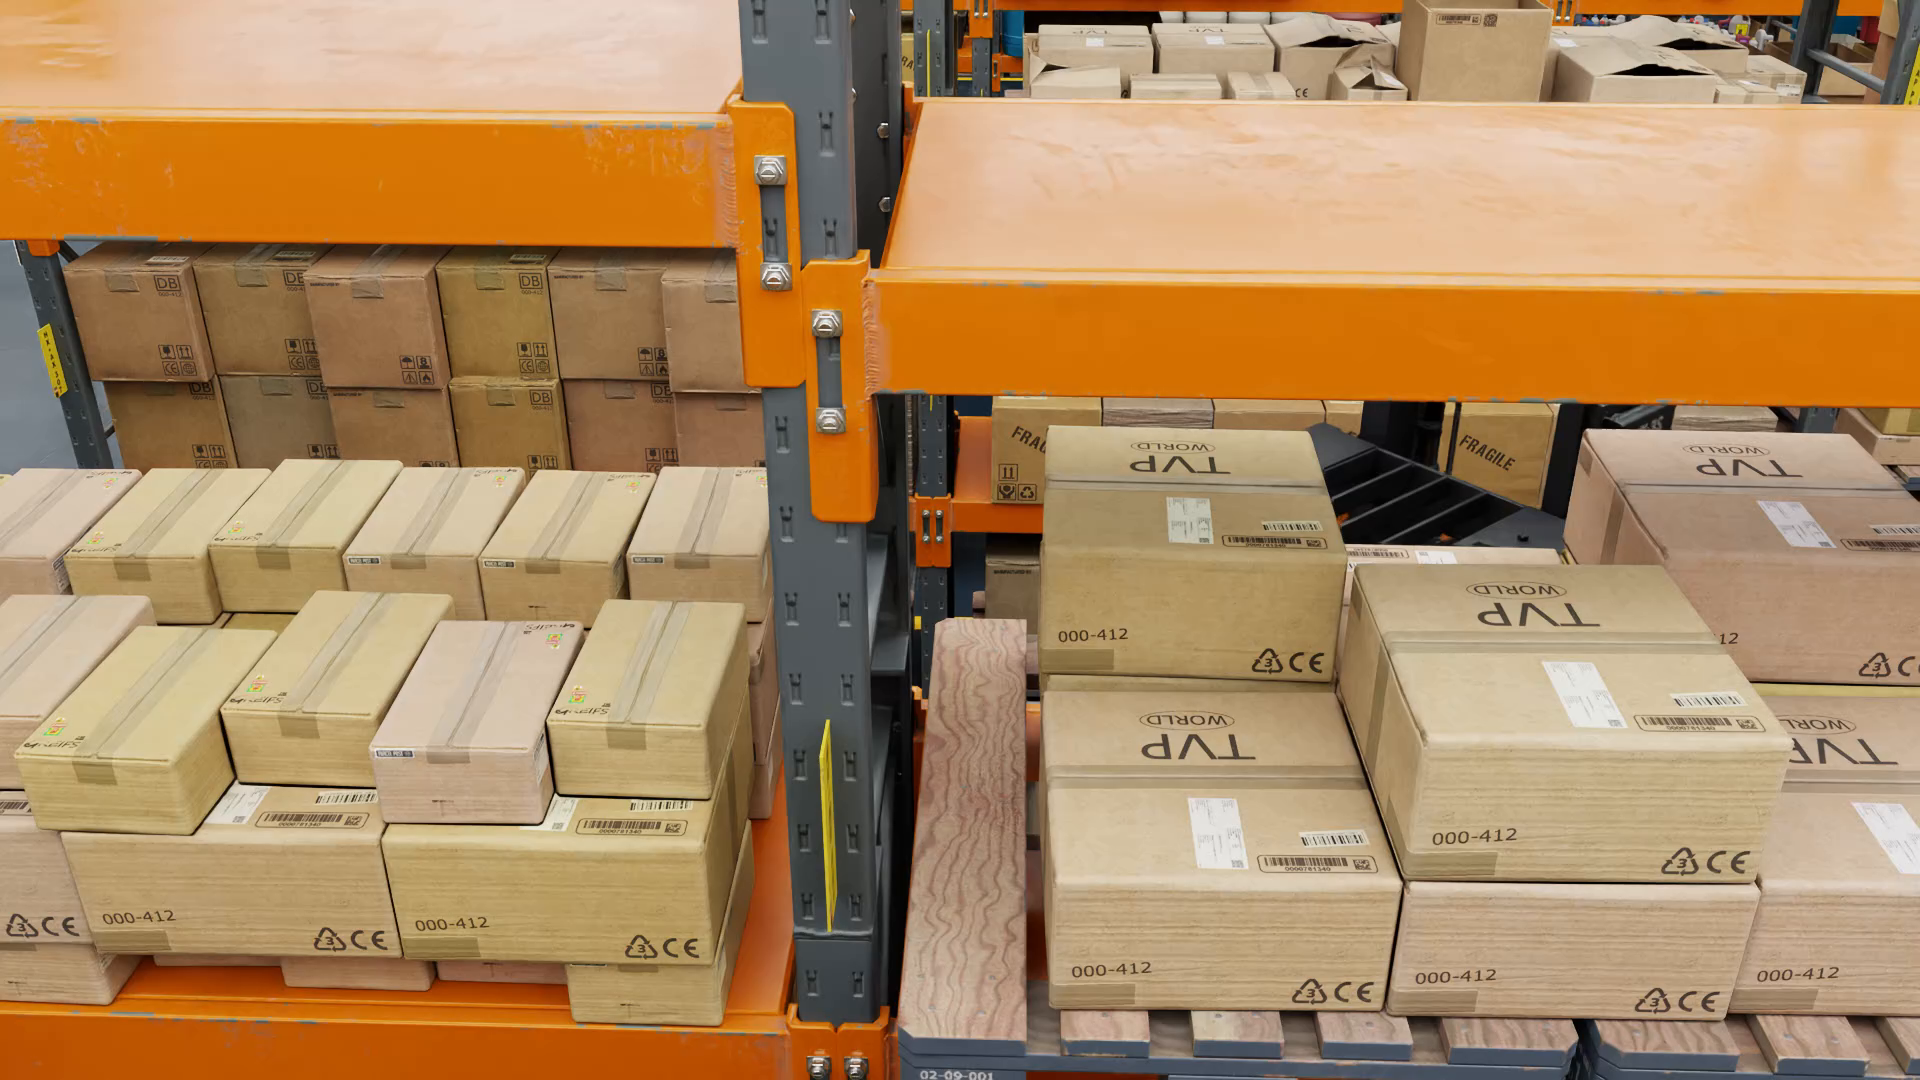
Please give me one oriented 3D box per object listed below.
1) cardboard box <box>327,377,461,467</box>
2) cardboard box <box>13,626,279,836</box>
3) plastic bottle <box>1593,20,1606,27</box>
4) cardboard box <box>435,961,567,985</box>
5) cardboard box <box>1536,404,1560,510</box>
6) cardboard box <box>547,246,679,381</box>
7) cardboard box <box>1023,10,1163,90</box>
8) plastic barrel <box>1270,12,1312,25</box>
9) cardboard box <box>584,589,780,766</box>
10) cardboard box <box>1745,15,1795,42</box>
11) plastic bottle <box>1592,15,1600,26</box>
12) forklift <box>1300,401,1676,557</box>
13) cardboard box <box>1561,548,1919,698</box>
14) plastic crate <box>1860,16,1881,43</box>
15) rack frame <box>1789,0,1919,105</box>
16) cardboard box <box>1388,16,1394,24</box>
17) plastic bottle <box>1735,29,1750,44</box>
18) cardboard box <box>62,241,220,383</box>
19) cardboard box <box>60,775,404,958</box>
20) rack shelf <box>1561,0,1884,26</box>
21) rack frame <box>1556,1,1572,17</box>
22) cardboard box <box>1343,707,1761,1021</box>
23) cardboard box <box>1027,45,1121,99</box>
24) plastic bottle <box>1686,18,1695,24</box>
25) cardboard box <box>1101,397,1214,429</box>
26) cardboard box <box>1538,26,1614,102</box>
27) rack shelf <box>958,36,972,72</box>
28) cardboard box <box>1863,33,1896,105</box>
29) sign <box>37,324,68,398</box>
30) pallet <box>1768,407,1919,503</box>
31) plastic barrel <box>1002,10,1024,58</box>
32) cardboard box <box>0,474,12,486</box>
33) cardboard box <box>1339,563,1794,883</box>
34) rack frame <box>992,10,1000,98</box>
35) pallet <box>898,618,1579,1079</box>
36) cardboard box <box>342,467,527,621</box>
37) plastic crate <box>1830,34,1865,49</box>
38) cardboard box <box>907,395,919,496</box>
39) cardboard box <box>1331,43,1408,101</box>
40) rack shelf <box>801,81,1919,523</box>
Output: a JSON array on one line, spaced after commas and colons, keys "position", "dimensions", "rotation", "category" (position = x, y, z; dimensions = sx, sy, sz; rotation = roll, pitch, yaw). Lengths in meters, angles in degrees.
[{"position": [-2.630, -0.671, 8.154], "dimensions": [0.550, 0.550, 0.875], "rotation": [1, 28, 2], "category": "cardboard box"}, {"position": [-1.292, 0.301, 2.694], "dimensions": [0.250, 0.149, 0.380], "rotation": [2, 28, 3], "category": "cardboard box"}, {"position": [6.304, -4.955, 16.448], "dimensions": [0.185, 0.351, 0.144], "rotation": [1, 28, 2], "category": "plastic bottle"}, {"position": [-0.759, 0.606, 2.970], "dimensions": [0.250, 0.149, 0.380], "rotation": [1, 28, 2], "category": "cardboard box"}, {"position": [2.929, -0.460, 7.807], "dimensions": [0.500, 0.500, 0.500], "rotation": [1, 28, 2], "category": "cardboard box"}, {"position": [-1.567, -1.184, 7.968], "dimensions": [0.550, 0.550, 0.875], "rotation": [1, 28, 2], "category": "cardboard box"}, {"position": [0.955, -3.283, 12.151], "dimensions": [1.000, 1.000, 1.000], "rotation": [1, 28, 2], "category": "cardboard box"}, {"position": [3.302, -5.129, 16.604], "dimensions": [0.421, 0.512, 0.421], "rotation": [0, 28, 0], "category": "plastic barrel"}, {"position": [-0.614, 0.202, 3.306], "dimensions": [0.500, 0.250, 0.500], "rotation": [0, 28, 1], "category": "cardboard box"}, {"position": [10.392, -6.478, 21.463], "dimensions": [0.637, 0.503, 0.797], "rotation": [1, 28, 2], "category": "cardboard box"}, {"position": [6.517, -5.261, 17.110], "dimensions": [0.097, 0.271, 0.097], "rotation": [0, 28, 0], "category": "plastic bottle"}, {"position": [1.356, 0.786, 5.638], "dimensions": [3.031, 2.935, 1.130], "rotation": [-21, 35, -35], "category": "forklift"}, {"position": [1.420, 0.245, 3.095], "dimensions": [0.500, 0.250, 0.500], "rotation": [1, 28, 2], "category": "cardboard box"}, {"position": [9.219, -5.020, 16.384], "dimensions": [0.583, 0.464, 0.402], "rotation": [1, 28, 2], "category": "plastic crate"}, {"position": [3.887, -3.175, 6.632], "dimensions": [0.127, 3.000, 1.000], "rotation": [1, 28, 2], "category": "rack frame"}, {"position": [5.485, -6.424, 21.365], "dimensions": [0.500, 0.500, 0.500], "rotation": [0, 28, 0], "category": "cardboard box"}, {"position": [7.697, -4.883, 16.383], "dimensions": [0.133, 0.283, 0.061], "rotation": [1, 28, 2], "category": "plastic bottle"}, {"position": [-3.739, -1.176, 7.953], "dimensions": [0.550, 0.550, 0.875], "rotation": [1, 28, 2], "category": "cardboard box"}, {"position": [-1.140, 0.448, 2.842], "dimensions": [0.500, 0.250, 0.500], "rotation": [1, 28, 1], "category": "cardboard box"}, {"position": [6.162, -3.819, 11.817], "dimensions": [4.000, 0.370, 1.077], "rotation": [1, 28, 2], "category": "rack shelf"}, {"position": [4.163, -2.845, 12.414], "dimensions": [0.127, 3.000, 1.000], "rotation": [1, 28, 2], "category": "rack frame"}, {"position": [0.893, 0.489, 2.635], "dimensions": [0.500, 0.250, 0.500], "rotation": [1, 28, 1], "category": "cardboard box"}, {"position": [0.484, -1.960, 7.130], "dimensions": [0.396, 0.266, 0.258], "rotation": [1, 28, 1], "category": "cardboard box"}, {"position": [7.226, -5.008, 16.547], "dimensions": [0.185, 0.351, 0.144], "rotation": [1, 28, 2], "category": "plastic bottle"}, {"position": [0.910, -0.492, 7.869], "dimensions": [0.500, 0.500, 0.500], "rotation": [1, 28, 2], "category": "cardboard box"}, {"position": [2.671, -2.137, 7.480], "dimensions": [0.500, 0.250, 0.500], "rotation": [2, 28, 3], "category": "cardboard box"}, {"position": [-1.658, -4.944, 17.143], "dimensions": [4.000, 0.370, 1.077], "rotation": [1, 28, 2], "category": "rack shelf"}, {"position": [4.467, -2.004, 7.518], "dimensions": [0.500, 0.500, 0.500], "rotation": [1, 28, 2], "category": "cardboard box"}, {"position": [-4.134, -0.815, 7.575], "dimensions": [0.005, 0.325, 0.100], "rotation": [1, 28, 2], "category": "sign"}, {"position": [4.603, -0.478, 8.154], "dimensions": [1.003, 0.211, 1.213], "rotation": [1, 28, 2], "category": "pallet"}, {"position": [0.716, -5.302, 16.515], "dimensions": [0.708, 0.901, 0.600], "rotation": [1, 28, 2], "category": "plastic barrel"}, {"position": [-2.044, 0.016, 3.231], "dimensions": [0.250, 0.149, 0.380], "rotation": [1, 28, 3], "category": "cardboard box"}, {"position": [0.884, 0.263, 2.526], "dimensions": [0.500, 0.250, 0.500], "rotation": [0, 28, 1], "category": "cardboard box"}, {"position": [0.340, -5.229, 16.912], "dimensions": [0.127, 3.000, 1.000], "rotation": [1, 28, 2], "category": "rack frame"}, {"position": [0.429, 0.546, 3.016], "dimensions": [1.003, 0.211, 1.213], "rotation": [1, 28, 2], "category": "pallet"}, {"position": [-1.012, 0.004, 3.254], "dimensions": [0.250, 0.149, 0.380], "rotation": [0, 28, 0], "category": "cardboard box"}, {"position": [8.795, -4.932, 16.569], "dimensions": [0.243, 0.136, 0.396], "rotation": [1, 28, 2], "category": "plastic crate"}, {"position": [-0.480, -0.658, 8.128], "dimensions": [0.550, 0.550, 0.875], "rotation": [1, 28, 2], "category": "cardboard box"}, {"position": [1.752, -1.956, 7.124], "dimensions": [0.258, 0.266, 0.396], "rotation": [1, 28, 2], "category": "cardboard box"}, {"position": [1.815, -0.395, 2.583], "dimensions": [4.000, 0.370, 1.077], "rotation": [1, 28, 2], "category": "rack shelf"}]
